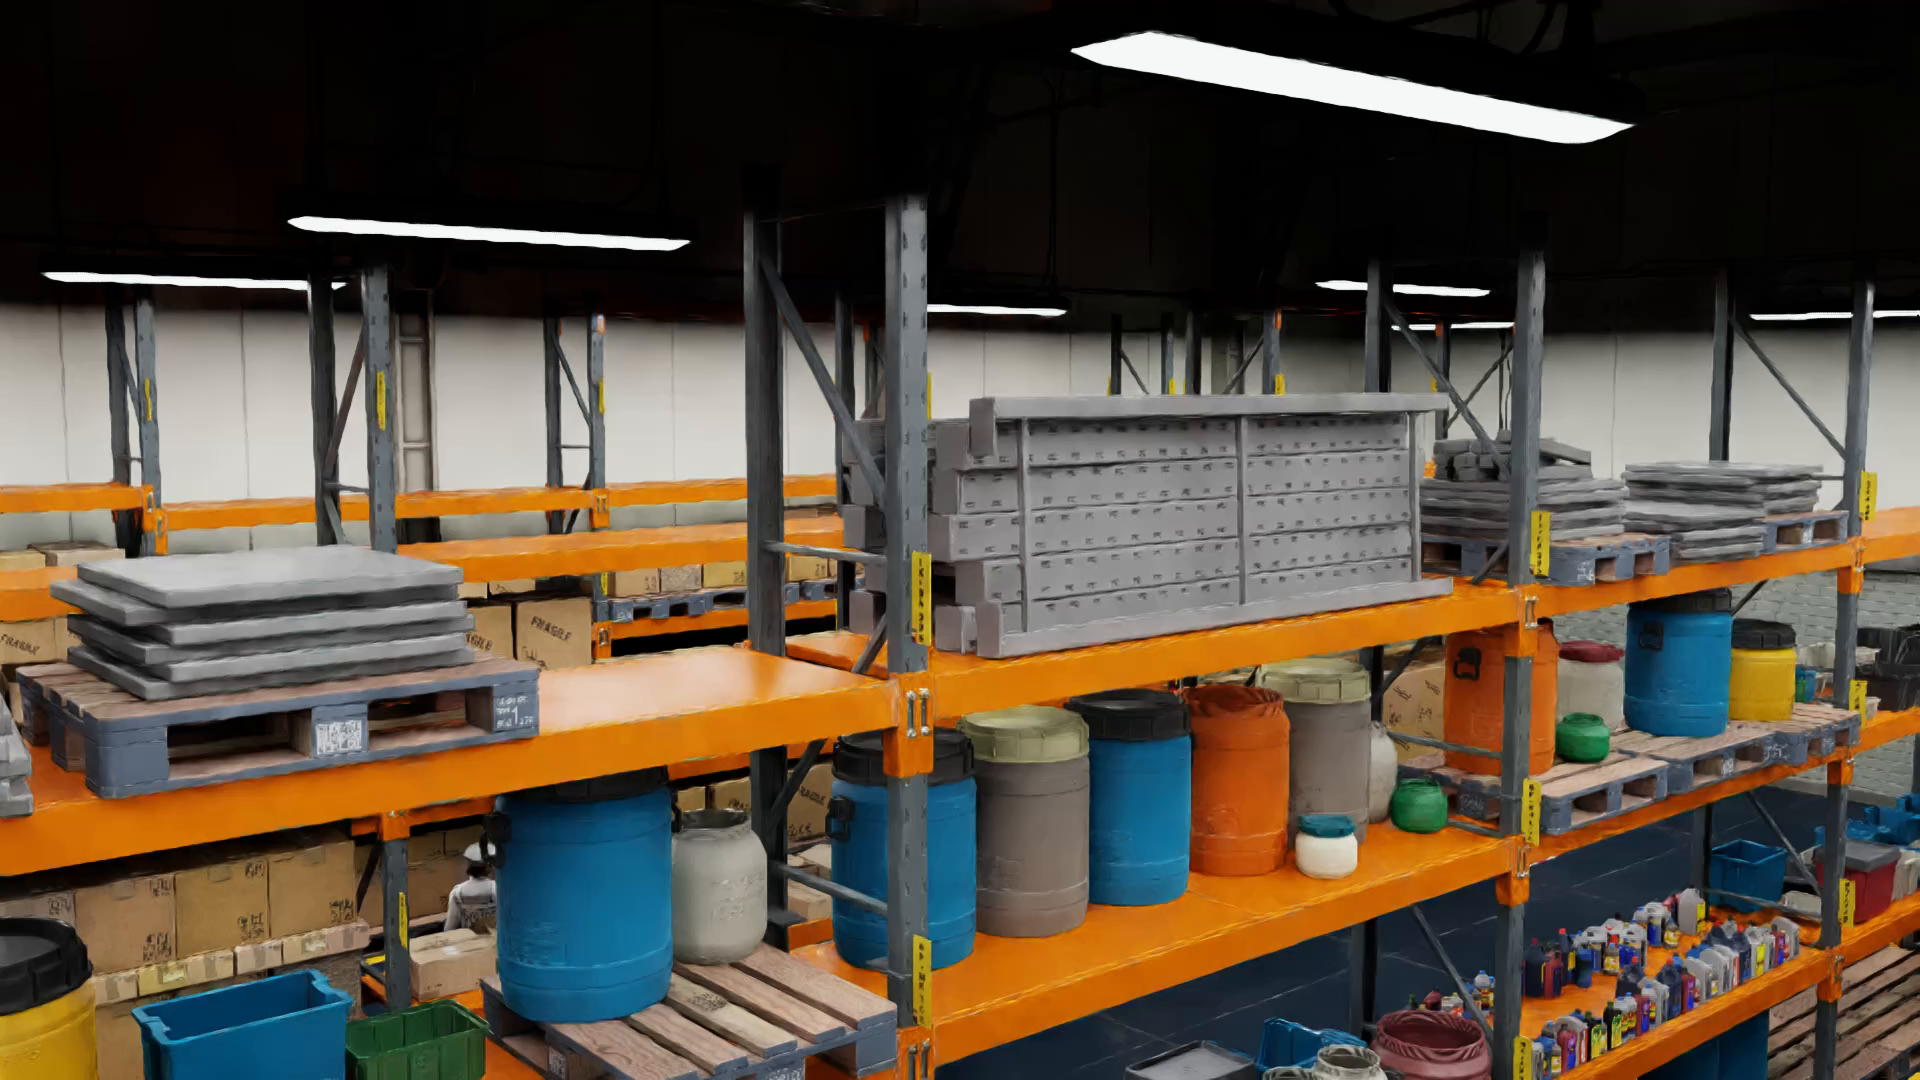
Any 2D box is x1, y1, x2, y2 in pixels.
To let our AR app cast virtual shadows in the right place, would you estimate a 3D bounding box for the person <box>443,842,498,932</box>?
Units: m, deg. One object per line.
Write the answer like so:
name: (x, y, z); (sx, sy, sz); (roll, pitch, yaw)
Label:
person: (-3.612, 3.117, 12.546); (0.525, 1.677, 0.458); (-1, 6, -11)
